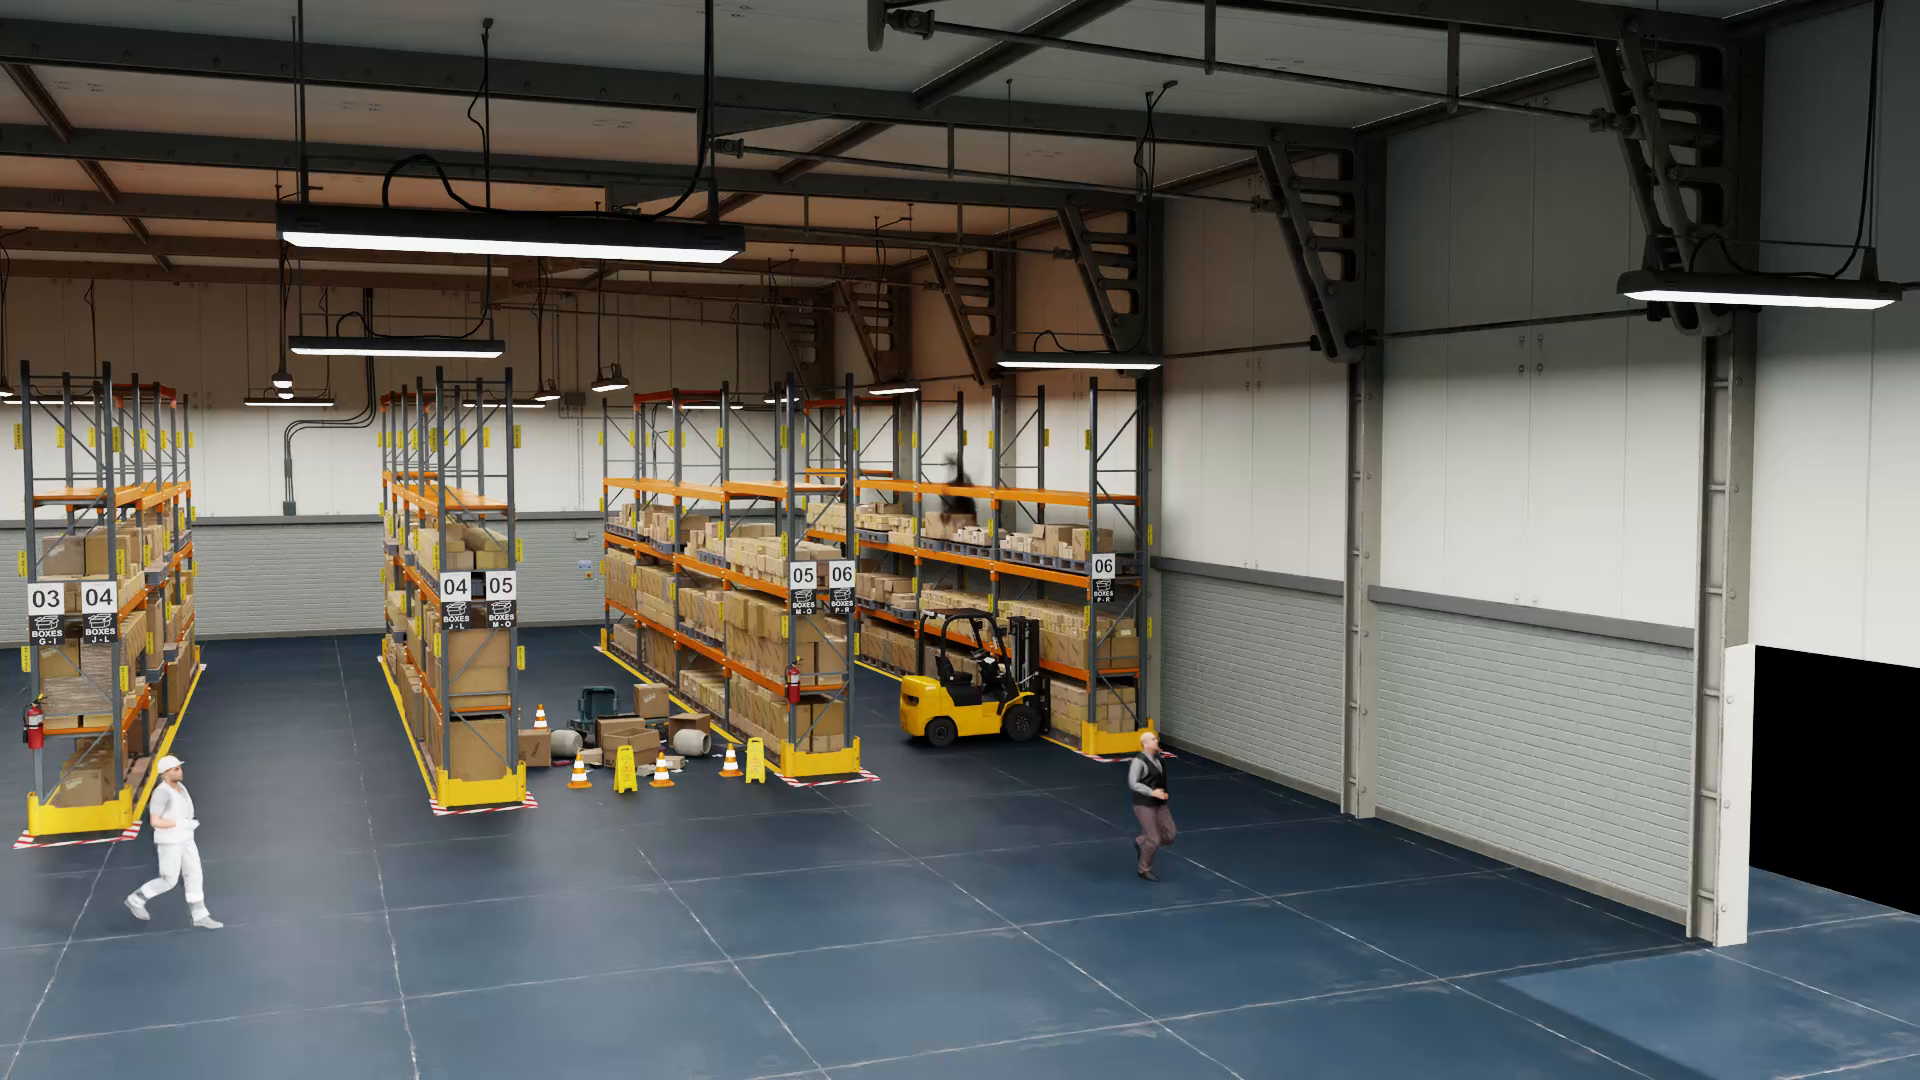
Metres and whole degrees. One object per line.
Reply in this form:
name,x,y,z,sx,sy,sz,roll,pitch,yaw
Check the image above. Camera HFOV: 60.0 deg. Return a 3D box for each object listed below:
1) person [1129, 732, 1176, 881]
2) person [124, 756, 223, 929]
person,2.182,3.023,18.943,0.591,1.688,0.698,3,4,40
person,-8.009,3.079,16.915,0.977,1.782,0.658,0,3,3
